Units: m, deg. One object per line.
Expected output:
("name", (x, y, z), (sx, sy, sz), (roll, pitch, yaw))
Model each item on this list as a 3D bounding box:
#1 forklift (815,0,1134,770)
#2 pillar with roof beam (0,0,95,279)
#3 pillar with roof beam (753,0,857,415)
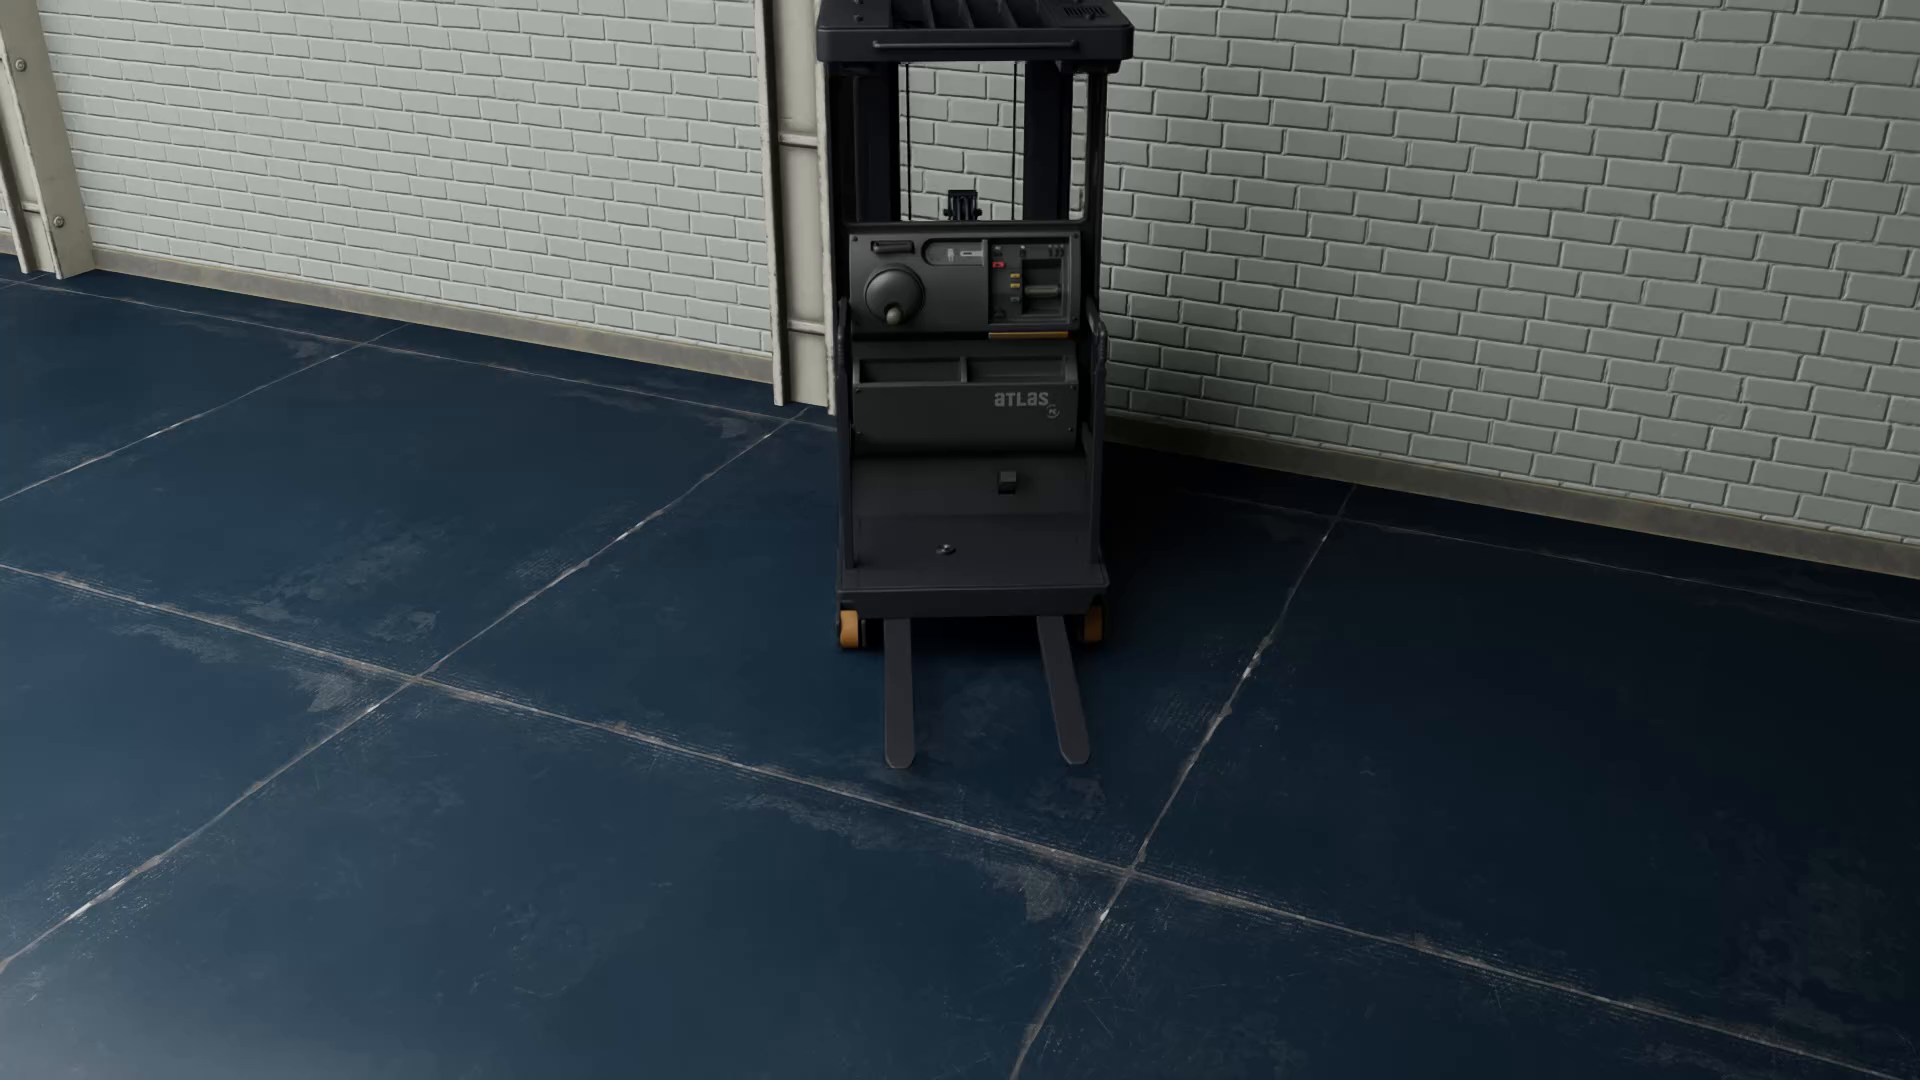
("forklift", (0.034, -1.011, 6.485), (1.130, 2.935, 3.031), (-1, 26, -2))
("pillar with roof beam", (-8.040, -4.186, 6.065), (0.400, 9.000, 9.100), (11, 28, 22))
("pillar with roof beam", (-2.578, -3.089, 3.837), (0.400, 9.000, 9.100), (11, 28, 22))
